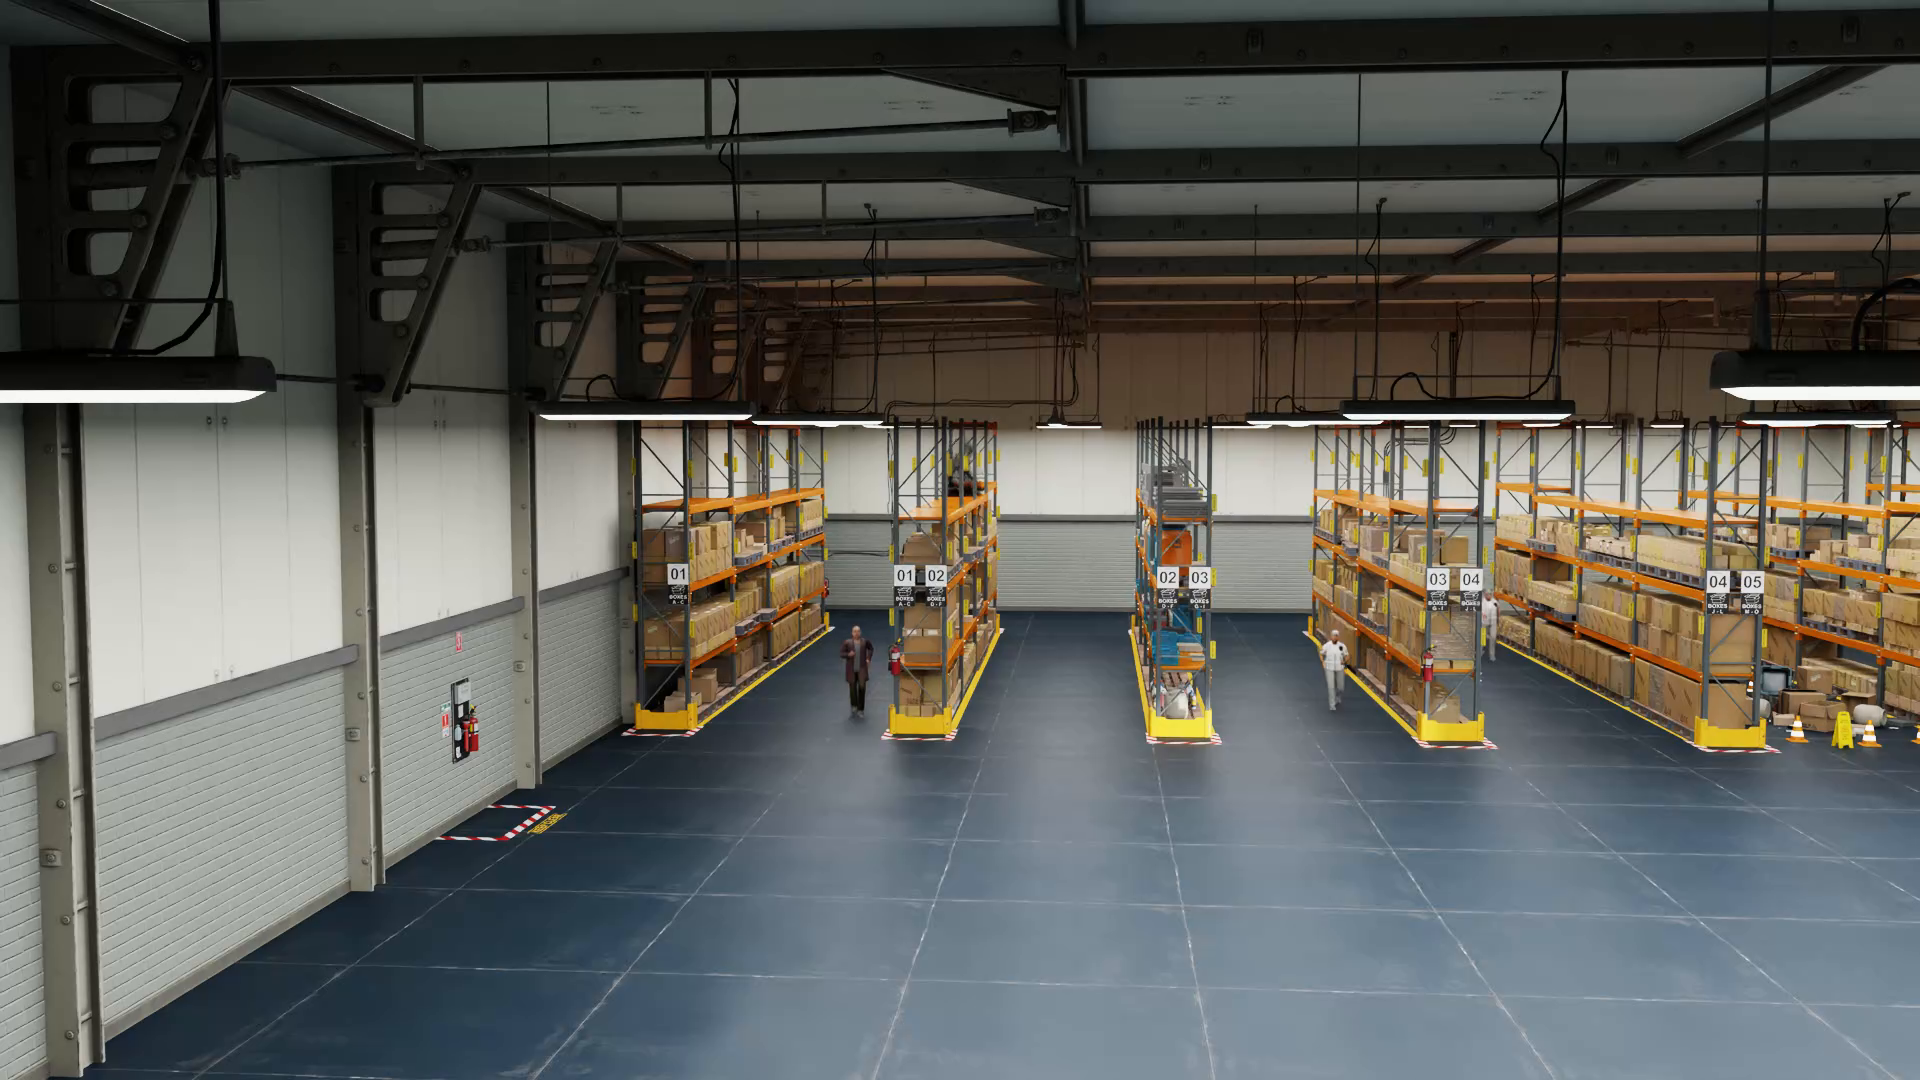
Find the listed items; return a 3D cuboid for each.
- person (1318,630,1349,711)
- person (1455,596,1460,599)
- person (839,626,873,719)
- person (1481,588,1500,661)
[{"bbox_3d":[7.715,2.670,34.305,0.616,1.624,0.718,0,4,7],"label":"person"},{"bbox_3d":[13.731,1.860,46.694,0.532,1.609,0.630,-3,5,-41],"label":"person"},{"bbox_3d":[-2.078,2.646,33.419,0.685,1.818,0.831,0,4,-4],"label":"person"},{"bbox_3d":[13.298,2.106,41.881,0.674,1.794,0.980,0,4,4],"label":"person"}]
